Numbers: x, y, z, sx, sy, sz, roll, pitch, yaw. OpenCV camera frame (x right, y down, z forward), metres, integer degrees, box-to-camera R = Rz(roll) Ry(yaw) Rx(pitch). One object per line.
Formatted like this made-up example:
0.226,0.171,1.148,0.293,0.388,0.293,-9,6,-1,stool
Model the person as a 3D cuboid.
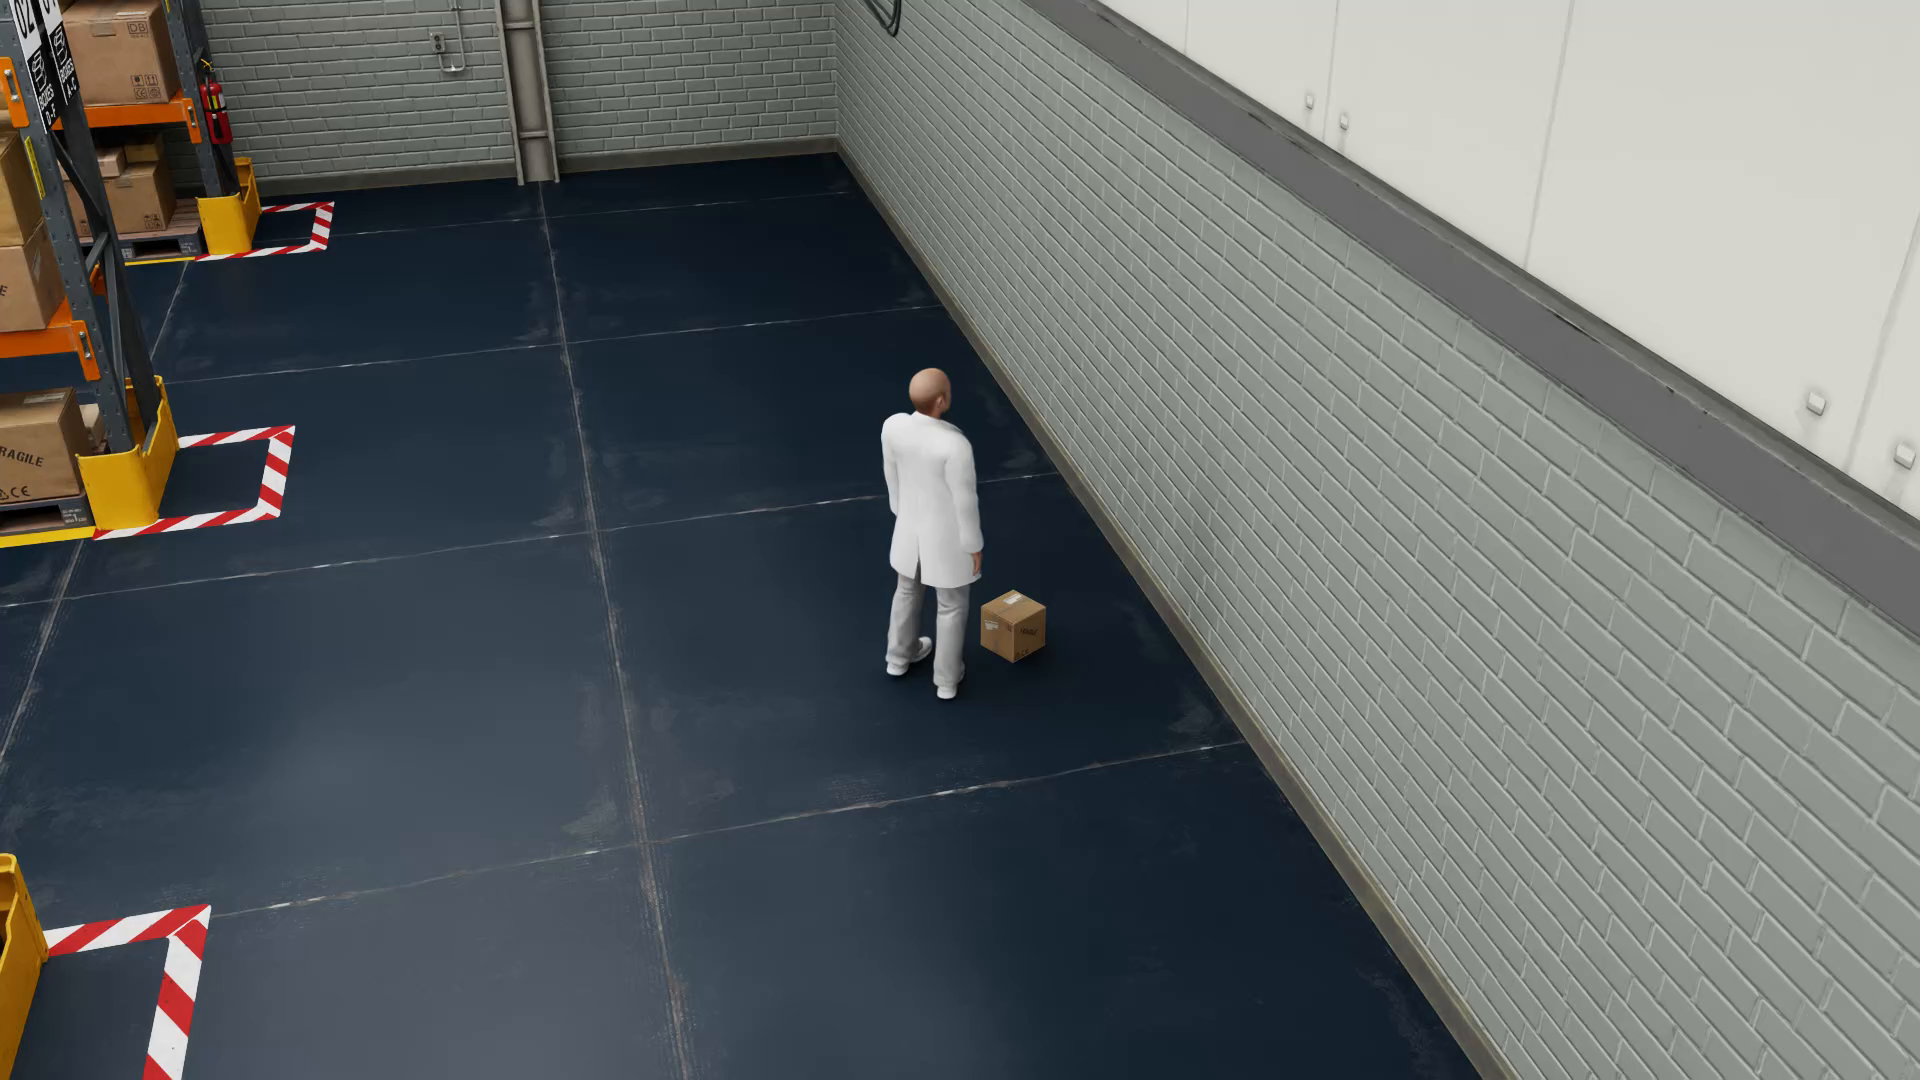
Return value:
-0.105,-0.056,8.327,0.628,1.792,0.396,21,36,32,person
